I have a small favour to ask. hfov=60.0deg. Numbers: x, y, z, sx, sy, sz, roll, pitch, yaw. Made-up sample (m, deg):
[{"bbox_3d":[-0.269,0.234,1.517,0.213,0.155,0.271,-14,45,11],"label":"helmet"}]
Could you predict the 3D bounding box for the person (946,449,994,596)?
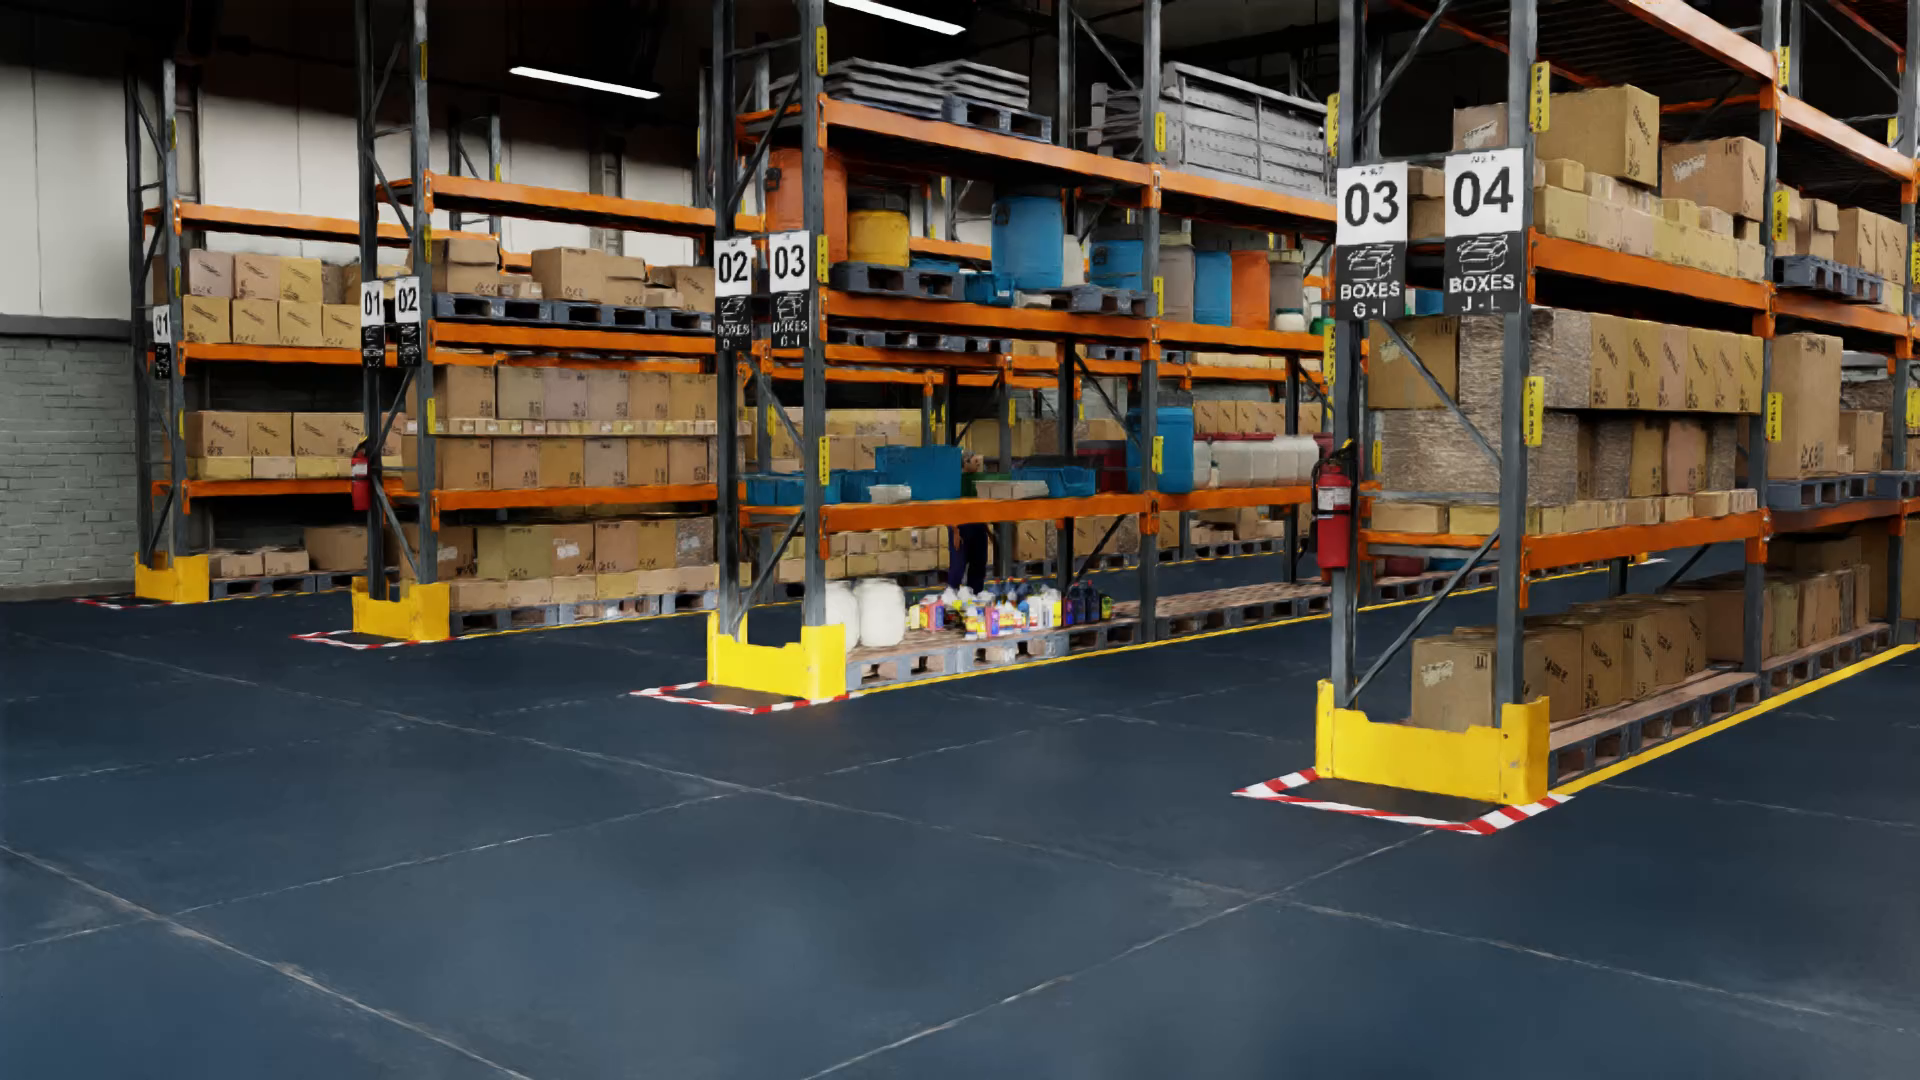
[{"bbox_3d":[0.095,-0.069,16.448,0.433,1.655,0.626,2,4,34],"label":"person"}]
